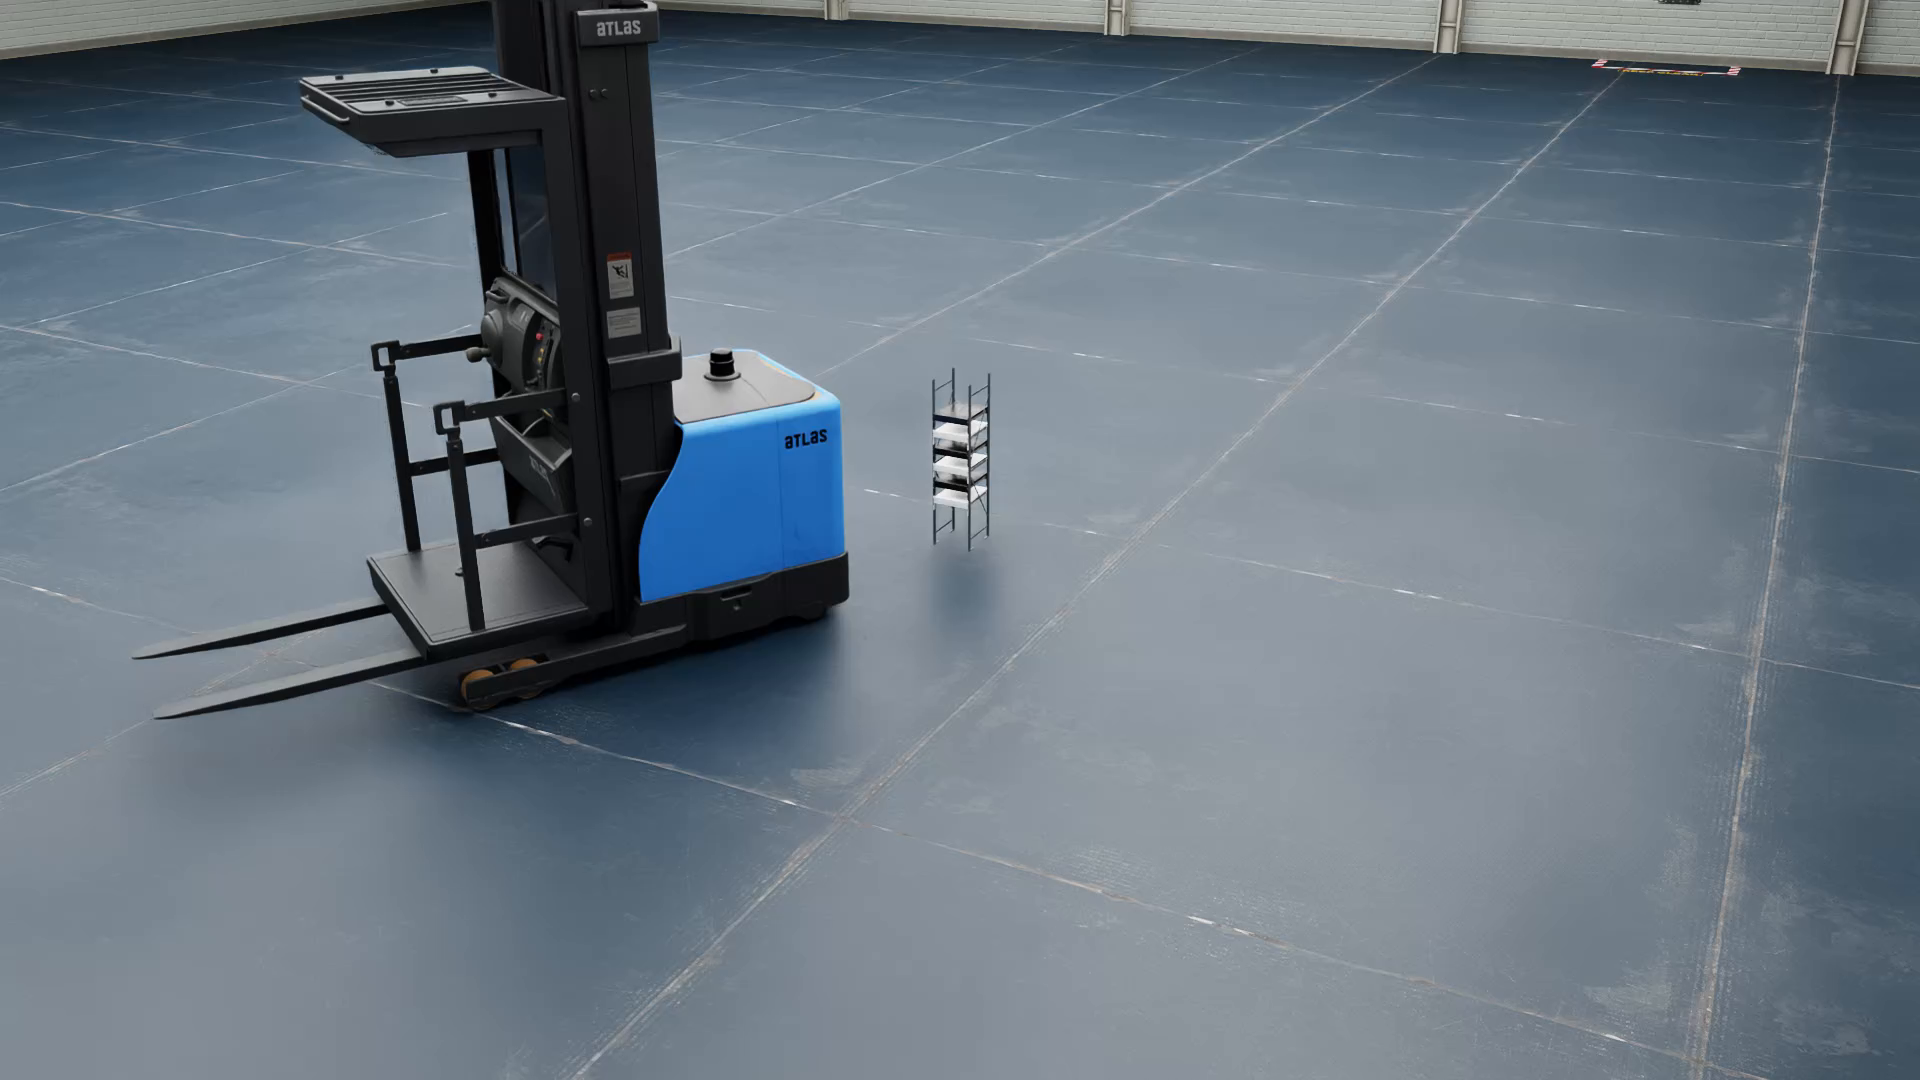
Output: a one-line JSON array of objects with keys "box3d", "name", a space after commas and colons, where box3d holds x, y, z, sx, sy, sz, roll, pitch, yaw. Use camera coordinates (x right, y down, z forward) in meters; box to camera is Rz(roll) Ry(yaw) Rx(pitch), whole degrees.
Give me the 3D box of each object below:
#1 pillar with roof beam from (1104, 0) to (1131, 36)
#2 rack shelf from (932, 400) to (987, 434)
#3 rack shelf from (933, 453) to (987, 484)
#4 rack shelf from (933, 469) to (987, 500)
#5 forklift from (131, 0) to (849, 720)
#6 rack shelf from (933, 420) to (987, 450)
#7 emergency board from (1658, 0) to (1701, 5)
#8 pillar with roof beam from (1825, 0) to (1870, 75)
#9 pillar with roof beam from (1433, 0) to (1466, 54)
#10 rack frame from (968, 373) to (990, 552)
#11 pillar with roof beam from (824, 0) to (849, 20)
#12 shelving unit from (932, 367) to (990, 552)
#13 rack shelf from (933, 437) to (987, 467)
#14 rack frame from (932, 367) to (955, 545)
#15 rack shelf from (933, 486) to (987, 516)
[{"box3d": [0.957, -11.972, 25.402, 0.400, 9.000, 9.100, 11, 25, 25], "name": "pillar with roof beam"}, {"box3d": [0.007, -0.630, 8.478, 0.200, 0.077, 0.258, 11, 25, 25], "name": "rack shelf"}, {"box3d": [0.007, -0.382, 8.584, 0.200, 0.077, 0.258, 11, 25, 25], "name": "rack shelf"}, {"box3d": [0.007, -0.299, 8.619, 0.200, 0.077, 0.258, 11, 25, 25], "name": "rack shelf"}, {"box3d": [-2.052, -0.864, 7.036, 3.031, 2.935, 1.130, -14, 27, -29], "name": "forklift"}, {"box3d": [0.007, -0.548, 8.513, 0.200, 0.077, 0.258, 11, 25, 25], "name": "rack shelf"}, {"box3d": [11.421, -9.053, 26.205, 0.626, 1.169, 0.157, 11, 25, 25], "name": "emergency board"}, {"box3d": [11.666, -9.853, 20.419, 0.400, 9.000, 9.100, 11, 25, 25], "name": "pillar with roof beam"}, {"box3d": [6.312, -10.912, 22.910, 0.400, 9.000, 9.100, 11, 25, 25], "name": "pillar with roof beam"}, {"box3d": [0.098, -0.395, 8.528, 0.006, 0.900, 0.240, 11, 25, 25], "name": "rack frame"}, {"box3d": [-4.398, -13.031, 27.893, 0.400, 9.000, 9.100, 11, 25, 25], "name": "pillar with roof beam"}, {"box3d": [0.007, -0.413, 8.571, 0.210, 0.900, 0.258, 11, 25, 25], "name": "shelving unit"}, {"box3d": [0.007, -0.465, 8.548, 0.200, 0.077, 0.258, 11, 25, 25], "name": "rack shelf"}, {"box3d": [-0.083, -0.431, 8.613, 0.006, 0.900, 0.240, 11, 25, 25], "name": "rack frame"}, {"box3d": [0.007, -0.216, 8.654, 0.200, 0.077, 0.258, 11, 25, 25], "name": "rack shelf"}]
